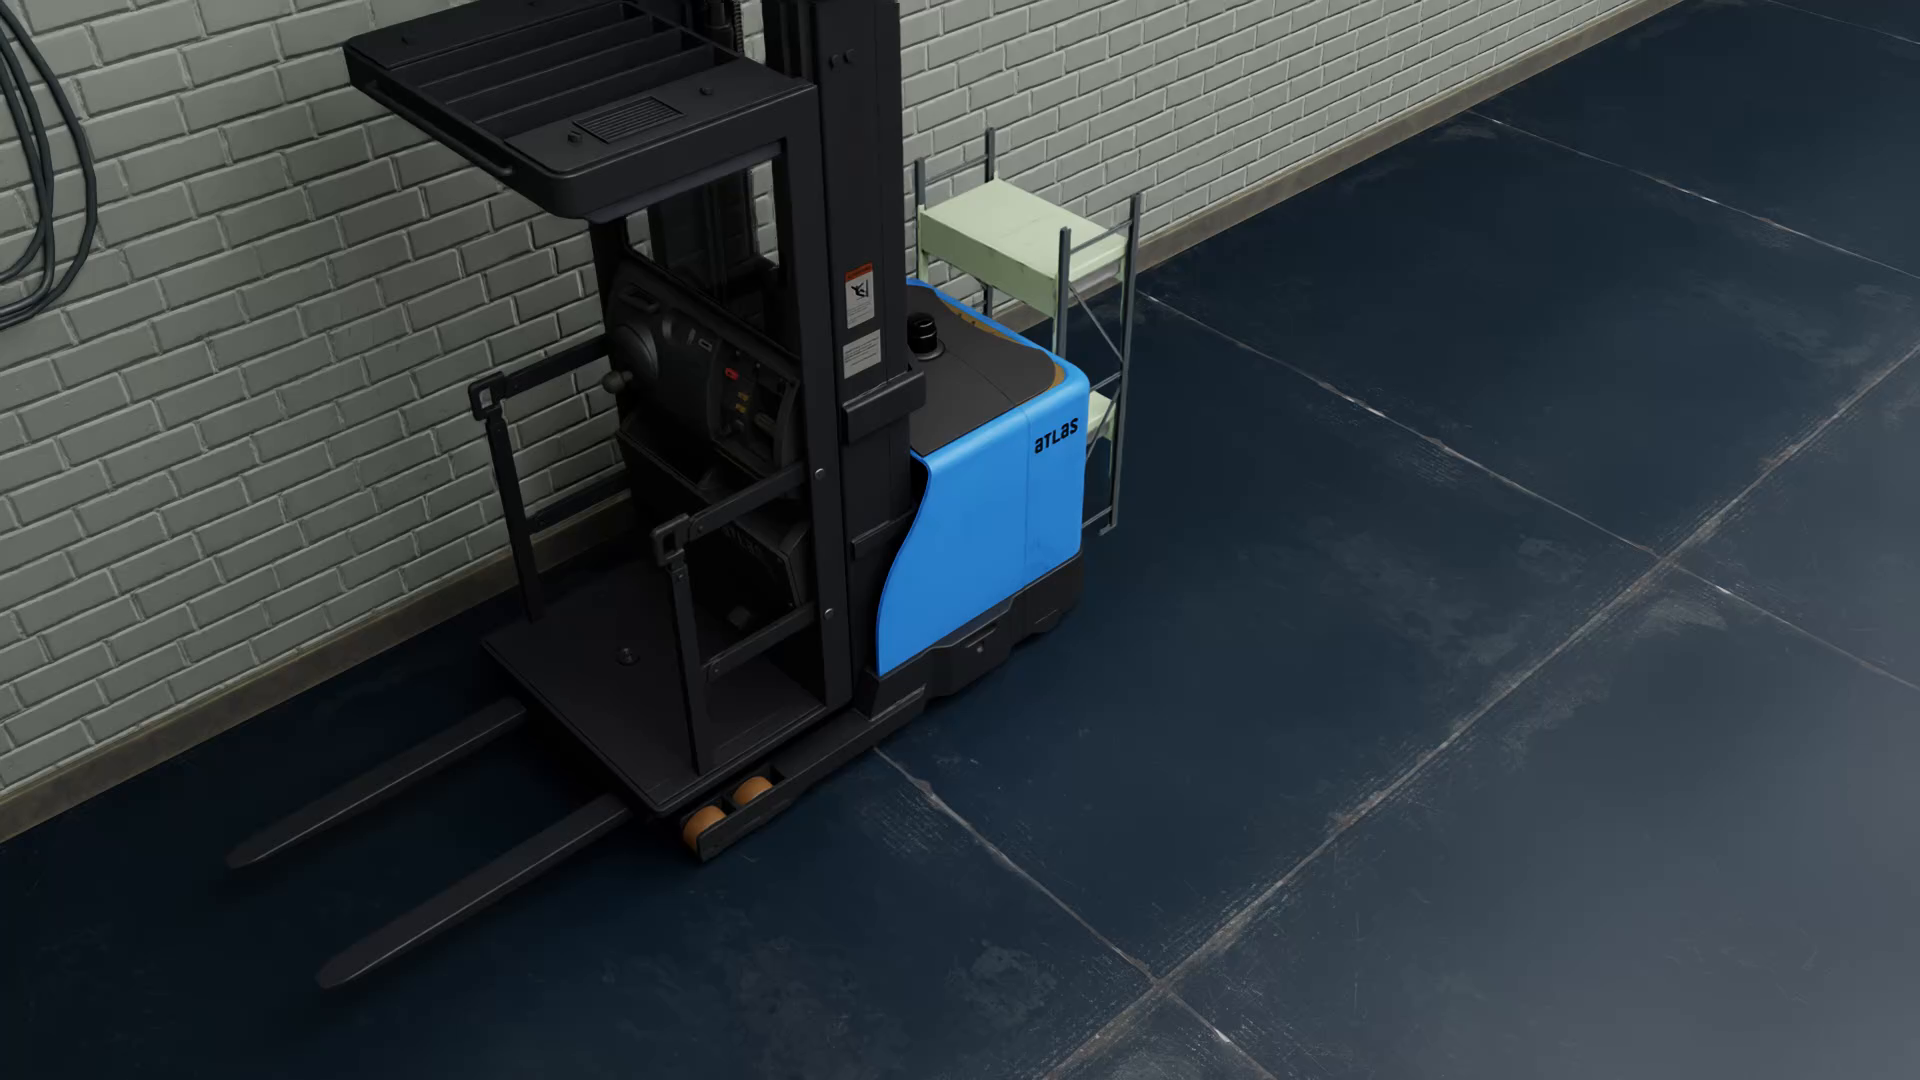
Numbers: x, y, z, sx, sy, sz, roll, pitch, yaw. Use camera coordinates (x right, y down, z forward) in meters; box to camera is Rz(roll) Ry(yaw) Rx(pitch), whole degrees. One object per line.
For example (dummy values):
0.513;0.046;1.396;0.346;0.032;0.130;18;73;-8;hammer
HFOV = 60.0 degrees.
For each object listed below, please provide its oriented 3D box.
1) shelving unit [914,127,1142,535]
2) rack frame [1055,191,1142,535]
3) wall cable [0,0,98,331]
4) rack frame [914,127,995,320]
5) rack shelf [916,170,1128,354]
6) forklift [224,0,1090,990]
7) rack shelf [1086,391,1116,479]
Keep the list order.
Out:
0.238;-0.725;6.454;0.431;1.500;0.755;-31;48;-33;shelving unit
0.492;-0.560;6.249;0.400;1.500;0.023;-31;48;-33;rack frame
-3.573;-1.047;3.355;3.097;2.526;0.112;-30;48;-32;wall cable
-0.017;-0.891;6.659;0.400;1.500;0.023;-31;48;-33;rack frame
0.238;-1.029;6.209;0.431;0.370;0.720;-31;48;-33;rack shelf
-0.955;-0.472;5.001;3.031;2.935;1.130;-30;48;-32;forklift
0.238;-0.472;6.659;0.431;0.370;0.720;-31;48;-33;rack shelf
